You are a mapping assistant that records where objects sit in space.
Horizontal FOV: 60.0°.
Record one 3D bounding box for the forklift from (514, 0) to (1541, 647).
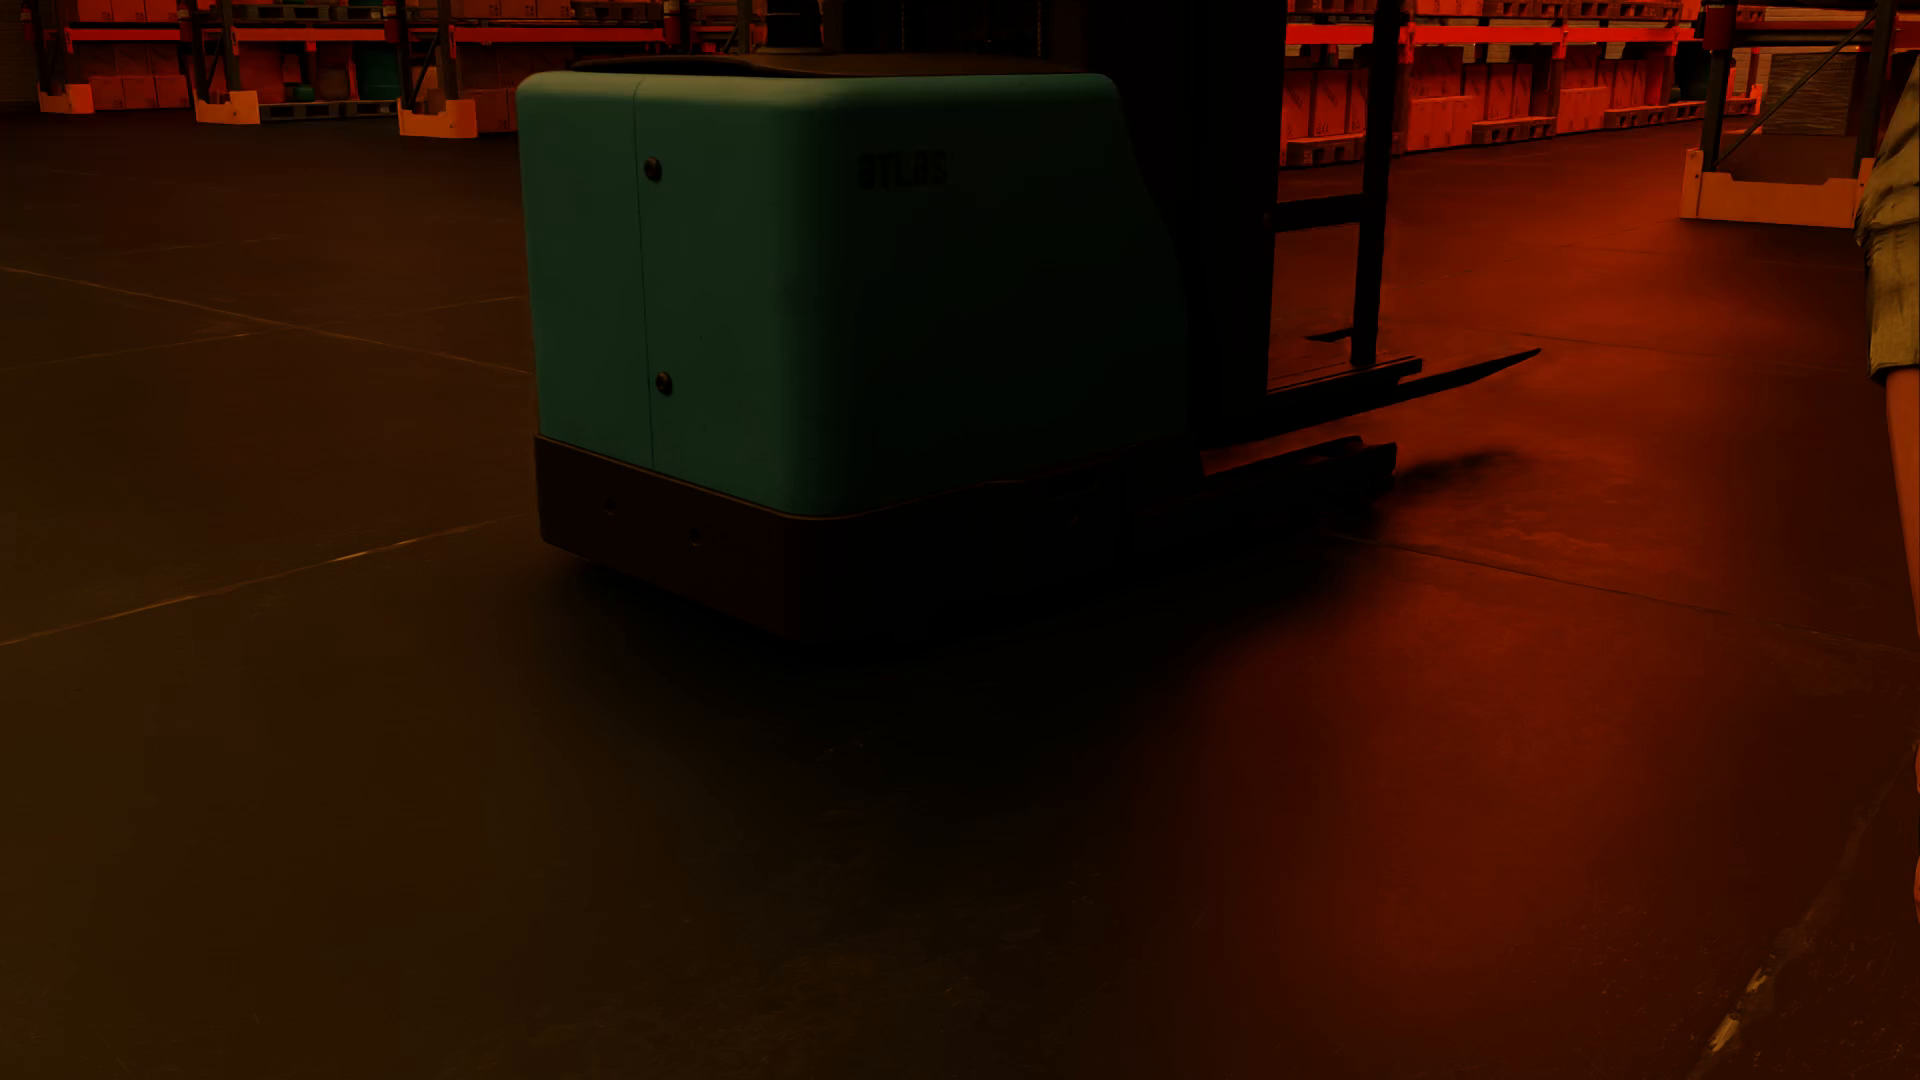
[{"bbox_3d":[0.470,-1.544,3.984,3.031,2.935,1.130,-16,23,-42],"label":"forklift"}]
